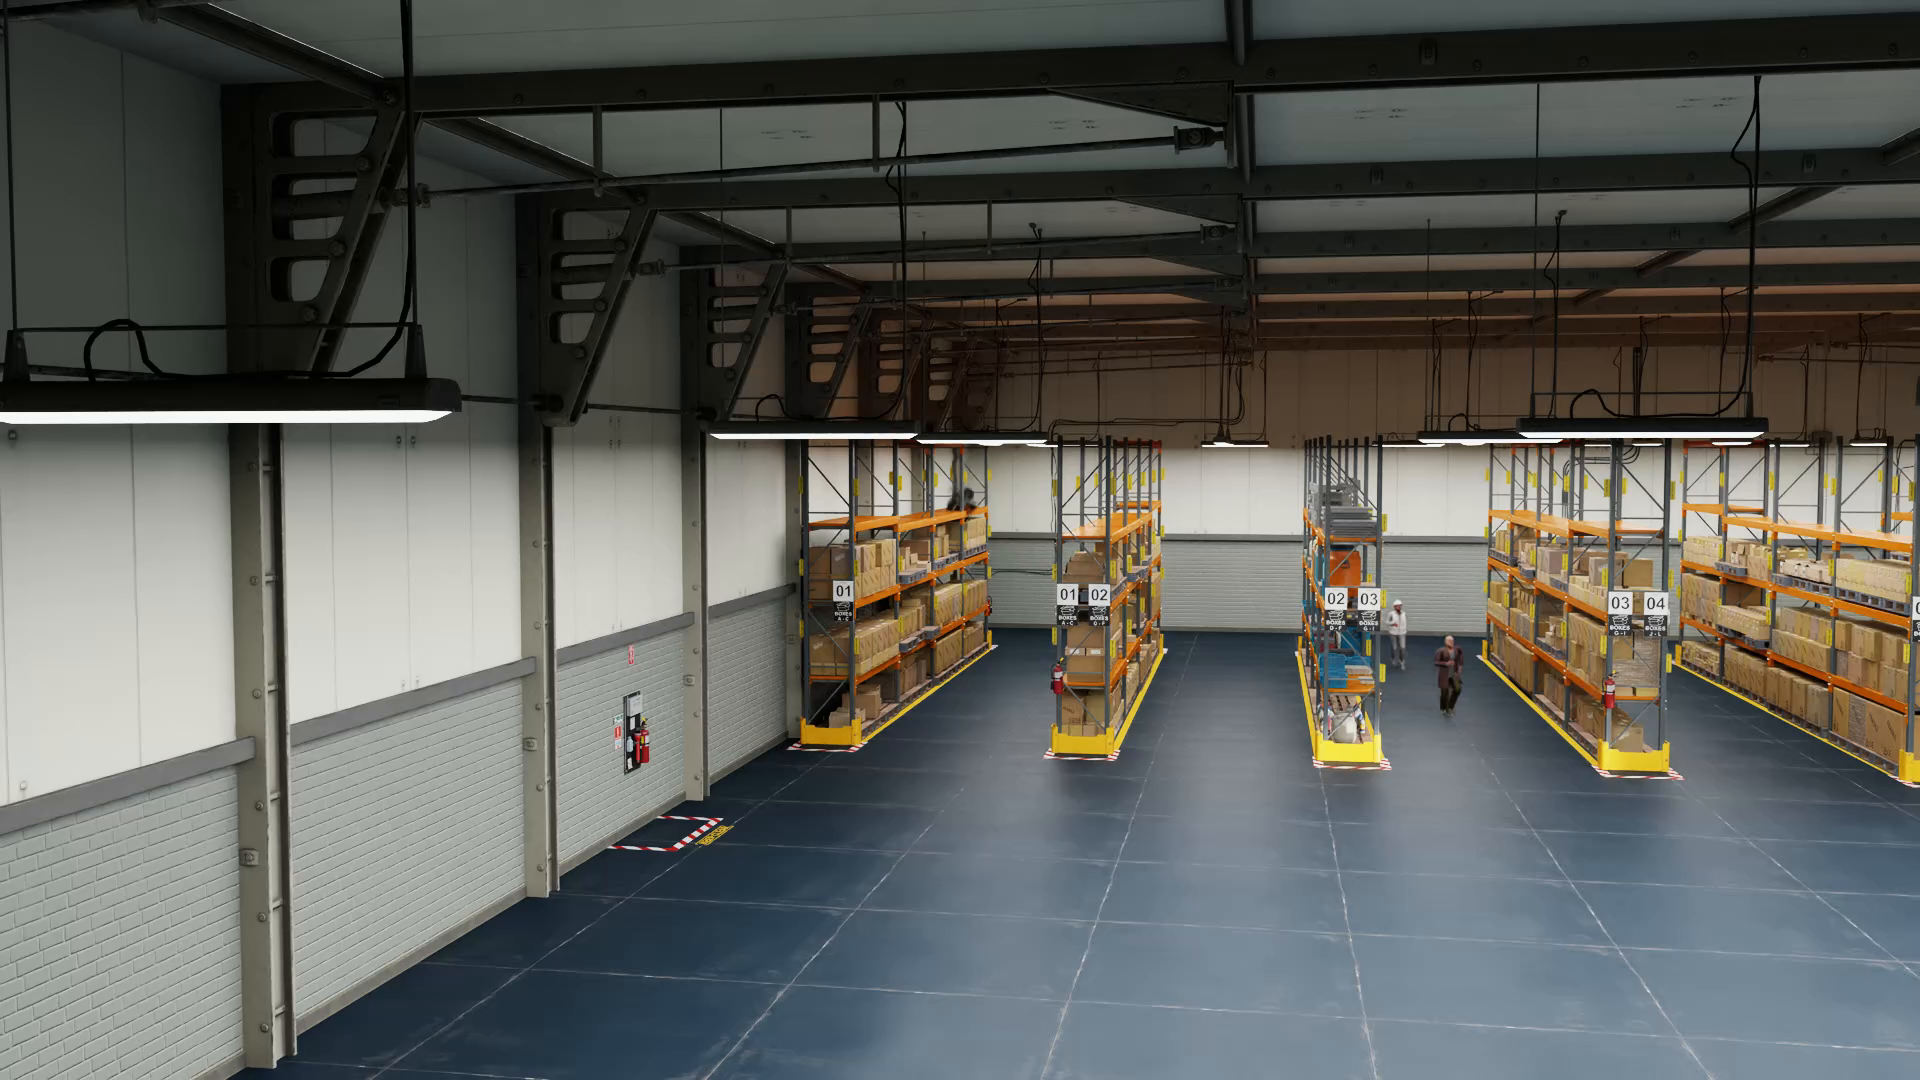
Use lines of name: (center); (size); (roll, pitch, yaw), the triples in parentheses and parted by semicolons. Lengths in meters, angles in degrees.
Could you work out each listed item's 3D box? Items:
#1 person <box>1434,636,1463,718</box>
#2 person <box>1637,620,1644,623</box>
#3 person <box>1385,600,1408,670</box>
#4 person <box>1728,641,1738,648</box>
person: (10.453, 2.915, 35.509); (0.753, 1.764, 0.881); (0, 3, -6)
person: (18.325, 2.452, 45.005); (0.903, 1.653, 0.674); (-2, 4, -34)
person: (11.452, 2.483, 43.605); (0.639, 1.820, 0.790); (0, 3, 3)
person: (21.015, 2.466, 44.807); (0.725, 1.739, 0.693); (-1, 3, -20)
